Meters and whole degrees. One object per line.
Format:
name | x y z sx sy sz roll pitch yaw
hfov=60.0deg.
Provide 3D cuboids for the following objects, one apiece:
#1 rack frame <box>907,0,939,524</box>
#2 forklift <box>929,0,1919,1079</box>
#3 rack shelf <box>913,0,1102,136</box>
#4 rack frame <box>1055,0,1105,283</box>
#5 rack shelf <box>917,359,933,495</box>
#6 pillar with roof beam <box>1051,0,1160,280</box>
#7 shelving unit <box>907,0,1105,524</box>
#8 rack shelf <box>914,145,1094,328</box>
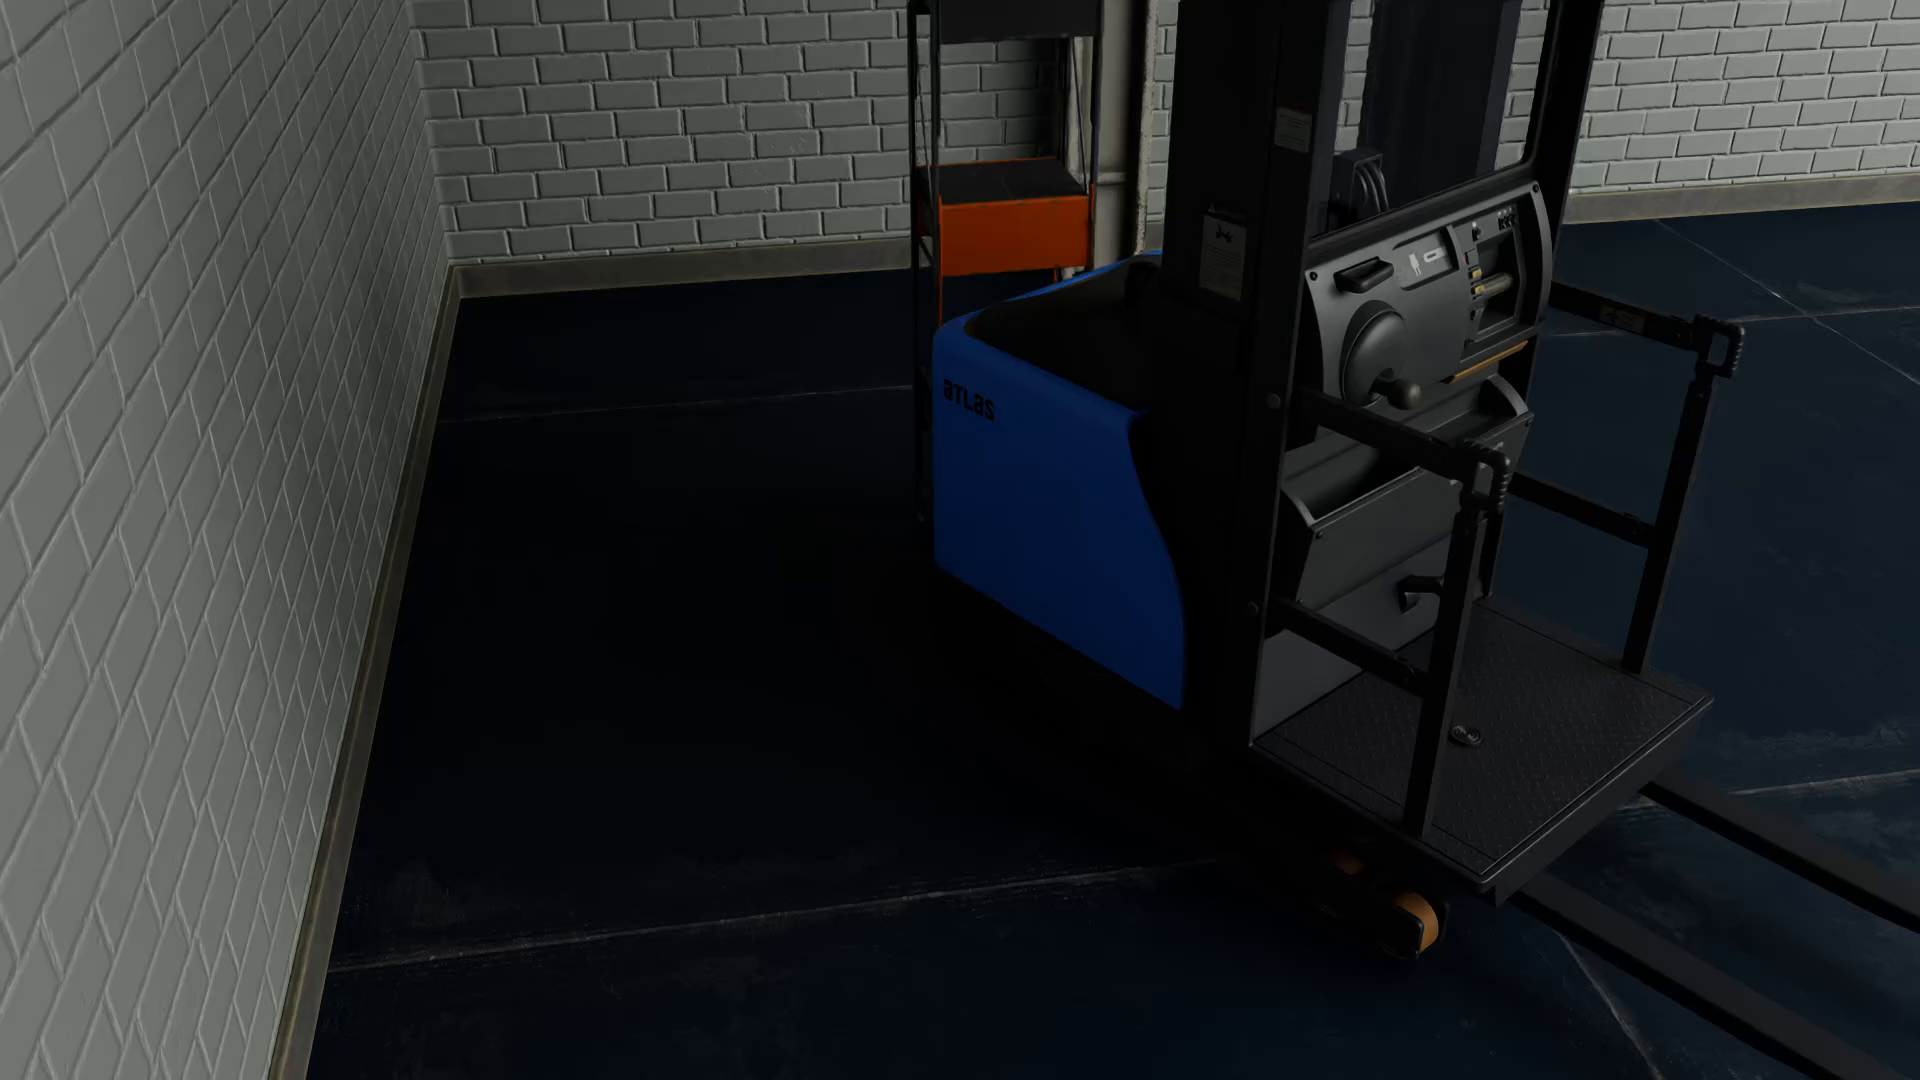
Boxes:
rack frame | -0.111 -0.908 5.222 0.015 2.100 0.400 -6 31 -10
forklift | 1.259 -0.544 3.784 1.130 2.935 3.031 -24 38 -35
rack shelf | 0.126 -1.526 4.919 0.480 0.518 0.431 -6 31 -10
rack frame | 0.366 -0.961 5.311 0.015 2.100 0.400 -6 31 -10
rack shelf | 0.128 -0.319 5.628 0.480 0.518 0.431 -6 31 -10
pillar with roof beam | 1.425 -3.055 2.068 0.400 9.000 9.100 -5 31 -9
shelving unit | 0.127 -0.934 5.266 0.503 2.100 0.431 -6 31 -10
rack shelf | 0.127 -0.922 5.273 0.480 0.518 0.431 -6 31 -10
